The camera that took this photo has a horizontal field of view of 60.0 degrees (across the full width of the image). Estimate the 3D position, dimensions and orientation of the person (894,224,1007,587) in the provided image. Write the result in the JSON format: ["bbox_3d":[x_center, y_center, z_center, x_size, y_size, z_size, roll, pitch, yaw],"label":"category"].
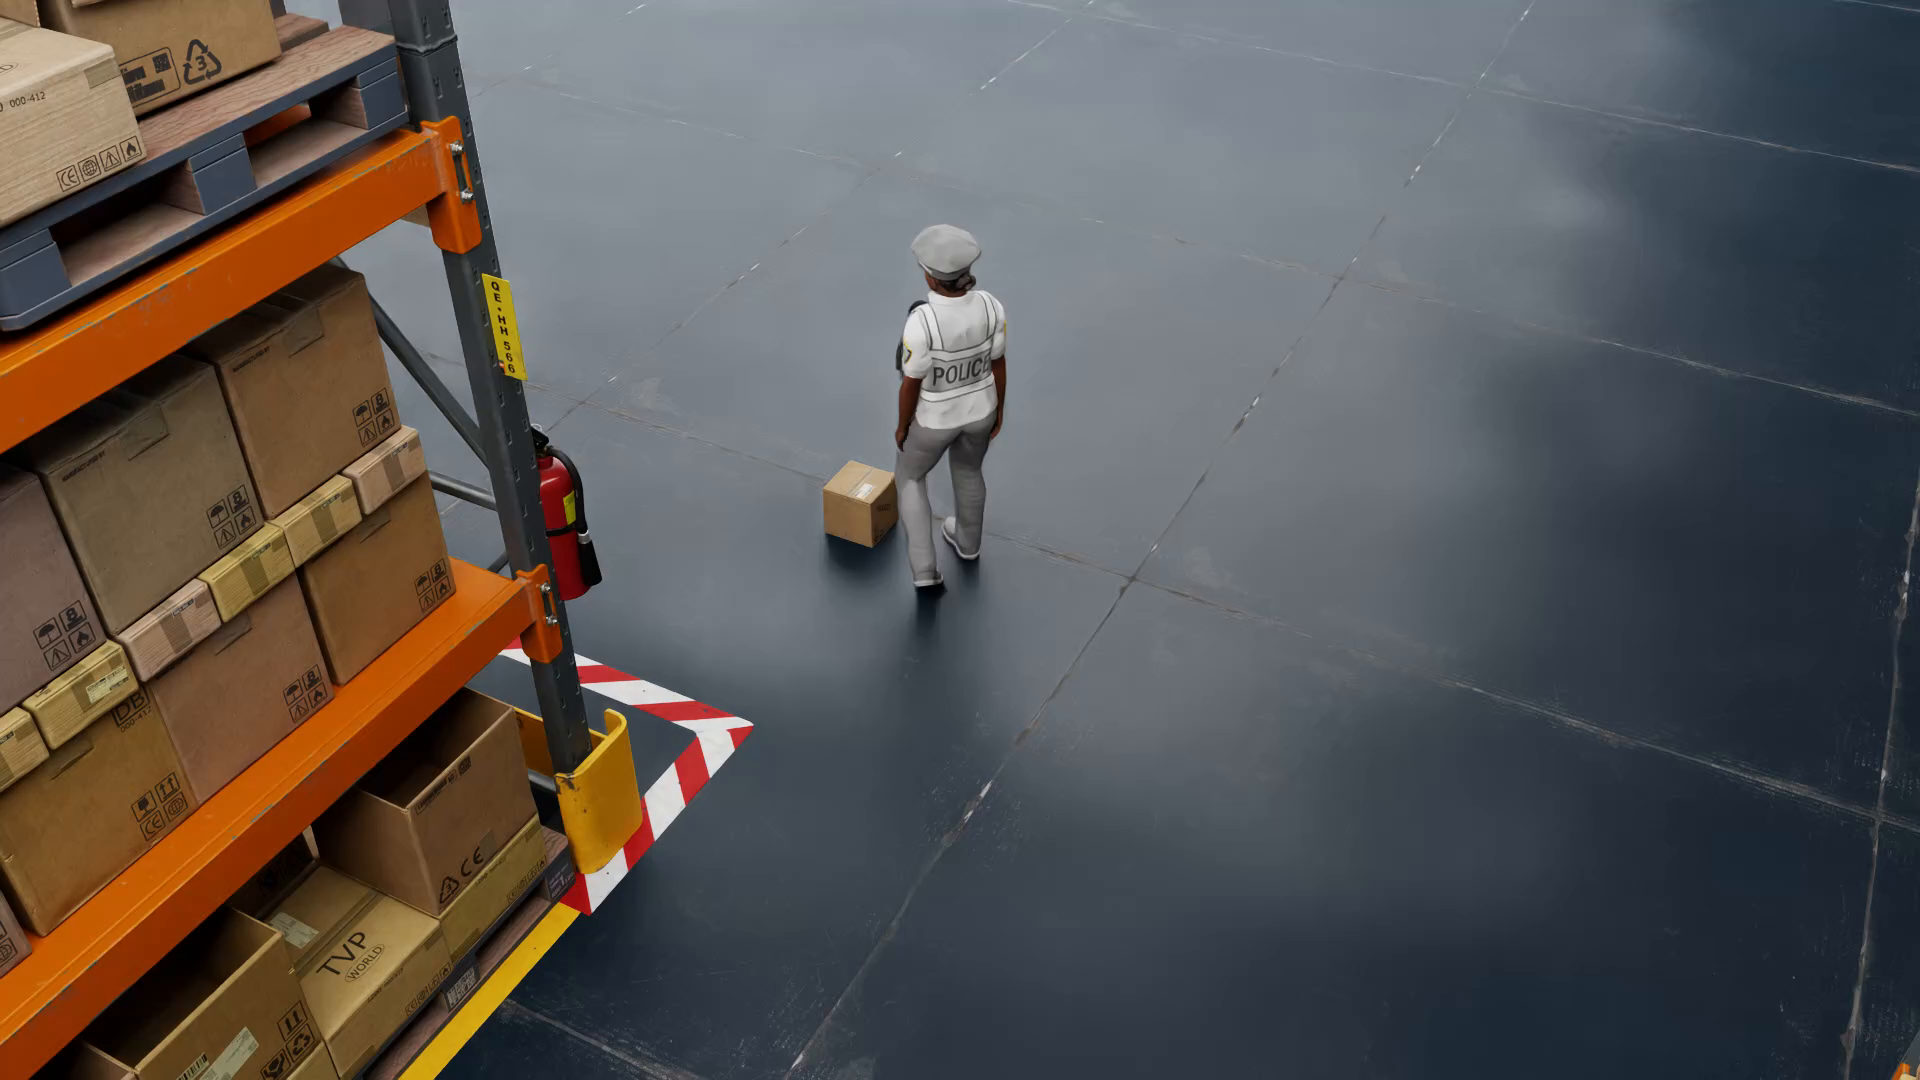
[{"bbox_3d":[-0.067,-0.545,6.845,0.476,1.659,0.512,-16,41,-19],"label":"person"}]
